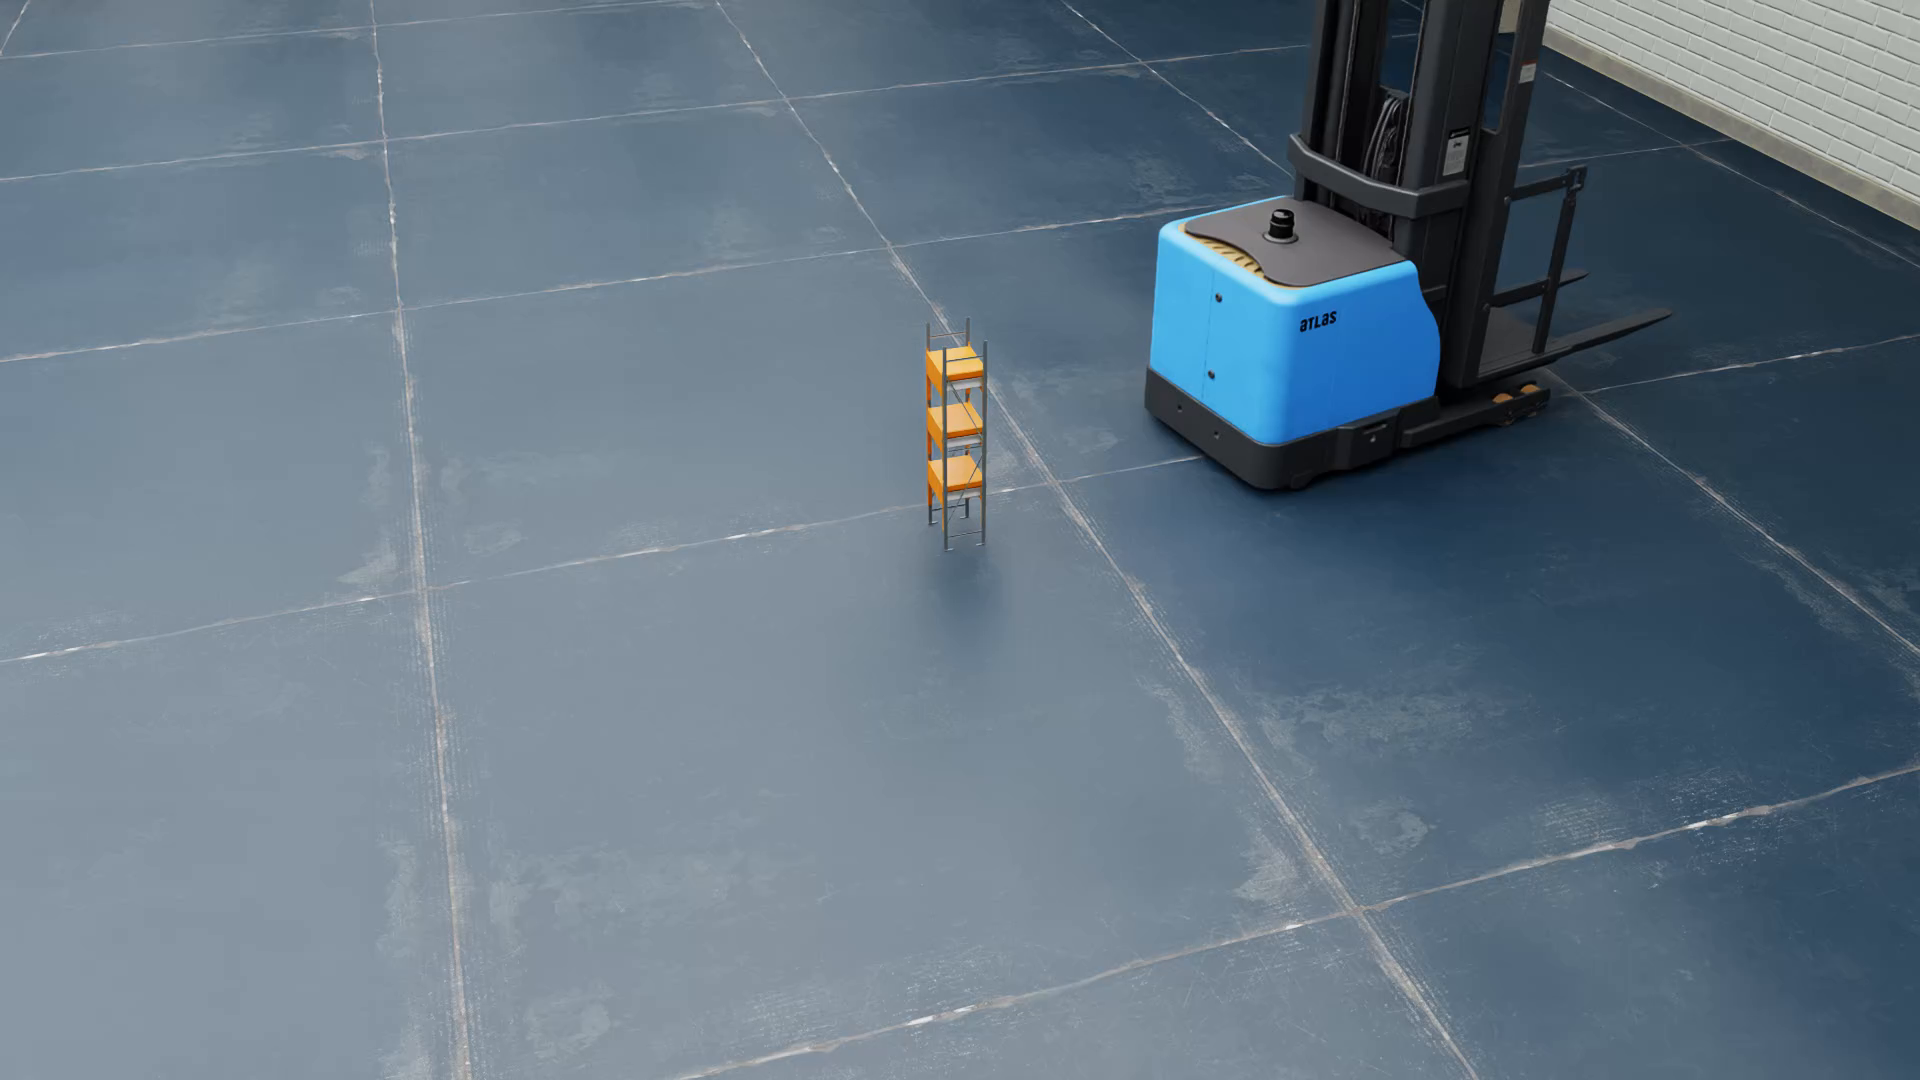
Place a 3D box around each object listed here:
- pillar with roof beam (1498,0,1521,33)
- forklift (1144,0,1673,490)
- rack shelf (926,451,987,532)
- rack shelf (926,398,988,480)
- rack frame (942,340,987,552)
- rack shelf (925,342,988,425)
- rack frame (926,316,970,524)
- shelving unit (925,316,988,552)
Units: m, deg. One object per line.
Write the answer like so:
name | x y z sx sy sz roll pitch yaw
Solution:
pillar with roof beam | 0.555 -7.527 10.979 9.100 9.000 0.400 -10 35 -15
forklift | 2.497 -2.051 8.195 3.031 2.935 1.130 -18 37 -25
rack shelf | -0.016 -0.225 7.662 0.215 0.259 0.240 -10 35 -15
rack shelf | -0.016 -0.457 7.509 0.215 0.259 0.240 -10 35 -15
rack frame | 0.021 -0.402 7.406 0.200 1.050 0.008 -10 35 -15
rack shelf | -0.016 -0.694 7.352 0.215 0.259 0.240 -10 35 -15
rack frame | -0.054 -0.530 7.600 0.200 1.050 0.008 -10 35 -15
shelving unit | -0.016 -0.466 7.503 0.215 1.050 0.252 -10 35 -15
